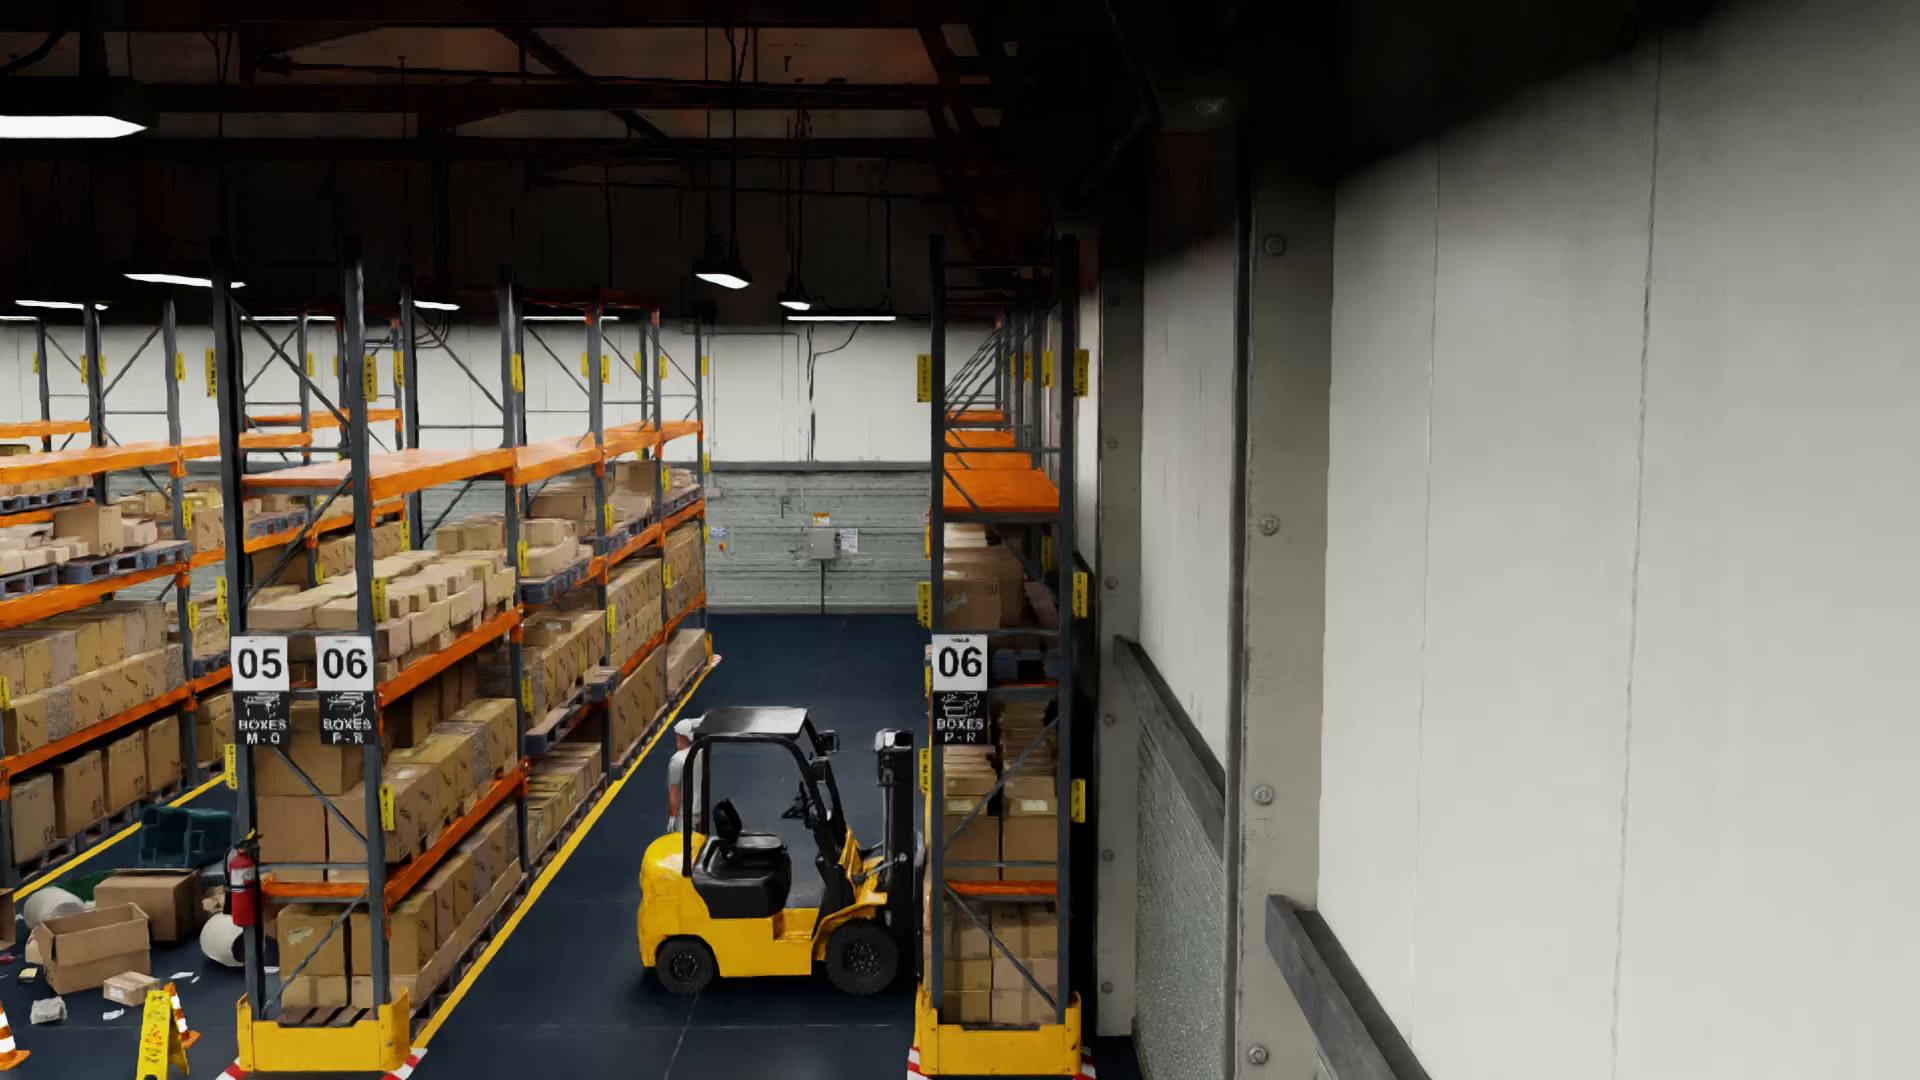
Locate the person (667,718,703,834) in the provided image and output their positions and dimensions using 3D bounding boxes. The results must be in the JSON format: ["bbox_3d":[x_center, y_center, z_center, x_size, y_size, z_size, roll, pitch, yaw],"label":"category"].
[{"bbox_3d":[-2.601,2.549,15.548,0.486,1.787,0.608,3,7,23],"label":"person"}]
